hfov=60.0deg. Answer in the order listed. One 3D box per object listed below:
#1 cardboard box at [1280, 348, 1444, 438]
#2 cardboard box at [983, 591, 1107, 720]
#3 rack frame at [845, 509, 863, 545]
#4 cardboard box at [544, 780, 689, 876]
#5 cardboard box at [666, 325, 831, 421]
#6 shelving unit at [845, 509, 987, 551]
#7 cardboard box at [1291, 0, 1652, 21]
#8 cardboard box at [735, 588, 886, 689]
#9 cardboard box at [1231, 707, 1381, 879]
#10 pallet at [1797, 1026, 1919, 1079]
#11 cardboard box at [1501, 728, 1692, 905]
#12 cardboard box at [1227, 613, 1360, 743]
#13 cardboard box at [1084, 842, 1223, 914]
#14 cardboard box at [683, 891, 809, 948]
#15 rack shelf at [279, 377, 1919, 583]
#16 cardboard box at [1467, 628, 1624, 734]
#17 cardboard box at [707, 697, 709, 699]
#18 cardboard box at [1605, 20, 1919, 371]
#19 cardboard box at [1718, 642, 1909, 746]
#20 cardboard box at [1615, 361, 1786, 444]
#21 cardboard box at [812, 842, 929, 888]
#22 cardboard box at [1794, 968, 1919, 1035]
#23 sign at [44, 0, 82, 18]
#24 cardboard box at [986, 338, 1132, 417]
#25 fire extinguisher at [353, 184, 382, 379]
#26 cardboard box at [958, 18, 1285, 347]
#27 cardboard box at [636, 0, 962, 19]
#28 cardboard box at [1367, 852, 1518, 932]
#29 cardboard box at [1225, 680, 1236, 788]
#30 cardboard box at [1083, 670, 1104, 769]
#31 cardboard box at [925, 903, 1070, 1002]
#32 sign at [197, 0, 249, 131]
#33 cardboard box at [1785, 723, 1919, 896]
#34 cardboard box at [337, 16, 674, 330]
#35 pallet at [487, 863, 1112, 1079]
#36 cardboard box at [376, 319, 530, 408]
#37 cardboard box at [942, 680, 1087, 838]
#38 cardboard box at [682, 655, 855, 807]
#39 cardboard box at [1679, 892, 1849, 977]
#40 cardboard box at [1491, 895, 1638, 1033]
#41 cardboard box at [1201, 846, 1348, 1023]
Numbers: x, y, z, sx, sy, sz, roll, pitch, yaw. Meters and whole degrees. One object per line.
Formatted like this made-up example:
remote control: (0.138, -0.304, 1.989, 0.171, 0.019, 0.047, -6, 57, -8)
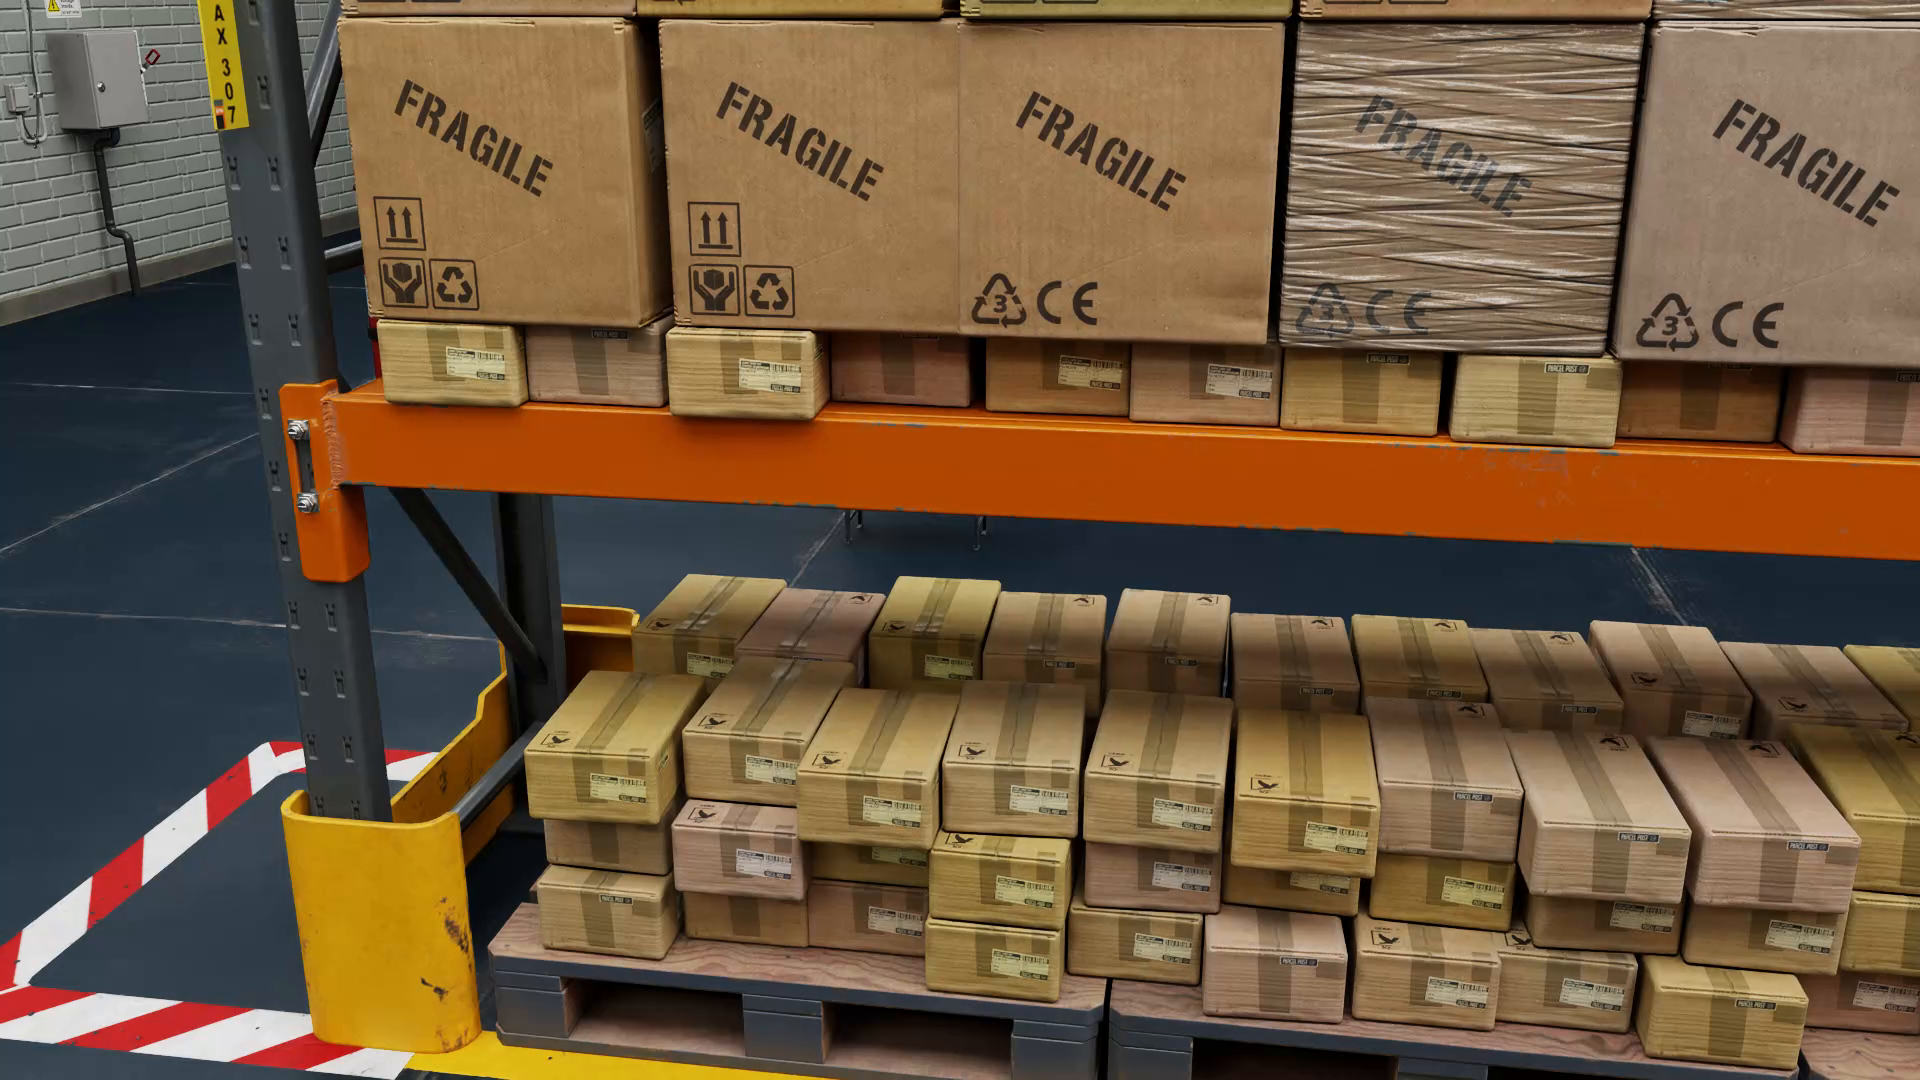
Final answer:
cardboard box: (0.687, -0.301, 2.873, 0.250, 0.149, 0.380, 4, 19, 11)
cardboard box: (0.194, 0.253, 3.714, 0.250, 0.149, 0.380, 2, 19, 6)
rack frame: (-0.404, -0.590, 6.174, 0.015, 1.200, 0.240, 3, 19, 9)
cardboard box: (-0.653, 0.516, 3.395, 0.250, 0.149, 0.380, 4, 19, 11)
cardboard box: (-0.346, -0.334, 2.969, 0.250, 0.149, 0.380, 2, 19, 7)
shelving unit: (-0.163, -0.577, 6.138, 0.503, 1.200, 0.258, 3, 19, 9)
cardboard box: (0.785, -1.078, 2.595, 0.500, 0.500, 0.500, 2, 19, 7)
cardboard box: (-0.327, 0.246, 3.733, 0.250, 0.149, 0.380, 3, 19, 10)
cardboard box: (0.637, 0.461, 3.090, 0.250, 0.149, 0.380, 3, 19, 9)
pallet: (2.151, 0.899, 3.284, 1.213, 0.211, 1.003, 3, 19, 9)
cardboard box: (1.128, 0.491, 3.002, 0.250, 0.149, 0.380, 2, 19, 7)
cardboard box: (0.711, 0.297, 3.583, 0.250, 0.149, 0.380, 2, 19, 7)
cardboard box: (0.378, 0.563, 3.255, 0.250, 0.149, 0.380, 2, 19, 6)
cardboard box: (-0.391, 0.665, 3.420, 0.250, 0.149, 0.380, 3, 19, 8)
rack shelf: (0.845, -0.160, 3.189, 4.000, 0.370, 1.077, 3, 19, 9)
cardboard box: (1.211, 0.326, 3.496, 0.250, 0.149, 0.380, 2, 19, 6)
cardboard box: (-0.563, 0.347, 3.902, 0.250, 0.149, 0.380, 2, 19, 7)
cardboard box: (1.294, -0.577, 2.674, 0.500, 0.500, 0.500, 3, 19, 8)
cardboard box: (1.732, 0.352, 3.417, 0.250, 0.149, 0.380, 2, 19, 7)
cardboard box: (1.209, -0.288, 2.833, 0.250, 0.149, 0.380, 3, 19, 8)
cardboard box: (-0.135, 0.532, 3.347, 0.250, 0.149, 0.380, 3, 19, 9)
cardboard box: (1.624, 0.755, 3.149, 0.250, 0.149, 0.380, 2, 19, 7)
sign: (-5.751, -3.470, 10.645, 0.001, 0.242, 0.339, 3, 19, 9)
cardboard box: (0.195, -0.342, 2.995, 0.250, 0.149, 0.380, 3, 19, 8)
fire extinguisher: (-1.305, -0.546, 3.917, 0.183, 0.674, 0.296, 3, 19, 9)
cardboard box: (0.284, -0.634, 2.844, 0.500, 0.500, 0.500, 3, 19, 9)
cardboard box: (-0.229, -1.136, 2.768, 0.500, 0.500, 0.500, 3, 19, 10)
cardboard box: (0.917, 0.580, 3.203, 0.250, 0.149, 0.380, 4, 19, 11)
cardboard box: (0.714, 0.413, 3.703, 0.250, 0.149, 0.380, 4, 19, 11)
cardboard box: (0.200, 0.418, 3.688, 0.250, 0.149, 0.380, 3, 19, 8)
cardboard box: (0.090, 0.722, 3.248, 0.250, 0.149, 0.380, 3, 19, 9)
sign: (-1.215, -0.843, 2.730, 0.005, 0.325, 0.100, 3, 19, 9)
cardboard box: (1.678, 0.485, 3.019, 0.250, 0.149, 0.380, 4, 19, 10)
cardboard box: (-0.730, -0.681, 2.986, 0.500, 0.500, 0.500, 4, 19, 11)
pallet: (-0.258, 0.776, 3.651, 1.213, 0.211, 1.003, 3, 19, 9)
cardboard box: (-0.861, -0.364, 3.059, 0.250, 0.149, 0.380, 3, 19, 8)
cardboard box: (0.112, 0.417, 3.223, 0.250, 0.149, 0.380, 2, 19, 6)
cardboard box: (-0.374, 0.378, 3.341, 0.250, 0.149, 0.380, 3, 19, 10)
cardboard box: (1.435, 0.627, 3.064, 0.250, 0.149, 0.380, 3, 19, 10)
cardboard box: (1.110, 0.753, 3.157, 0.250, 0.149, 0.380, 3, 19, 10)
cardboard box: (0.589, 0.745, 3.180, 0.250, 0.149, 0.380, 2, 19, 6)
